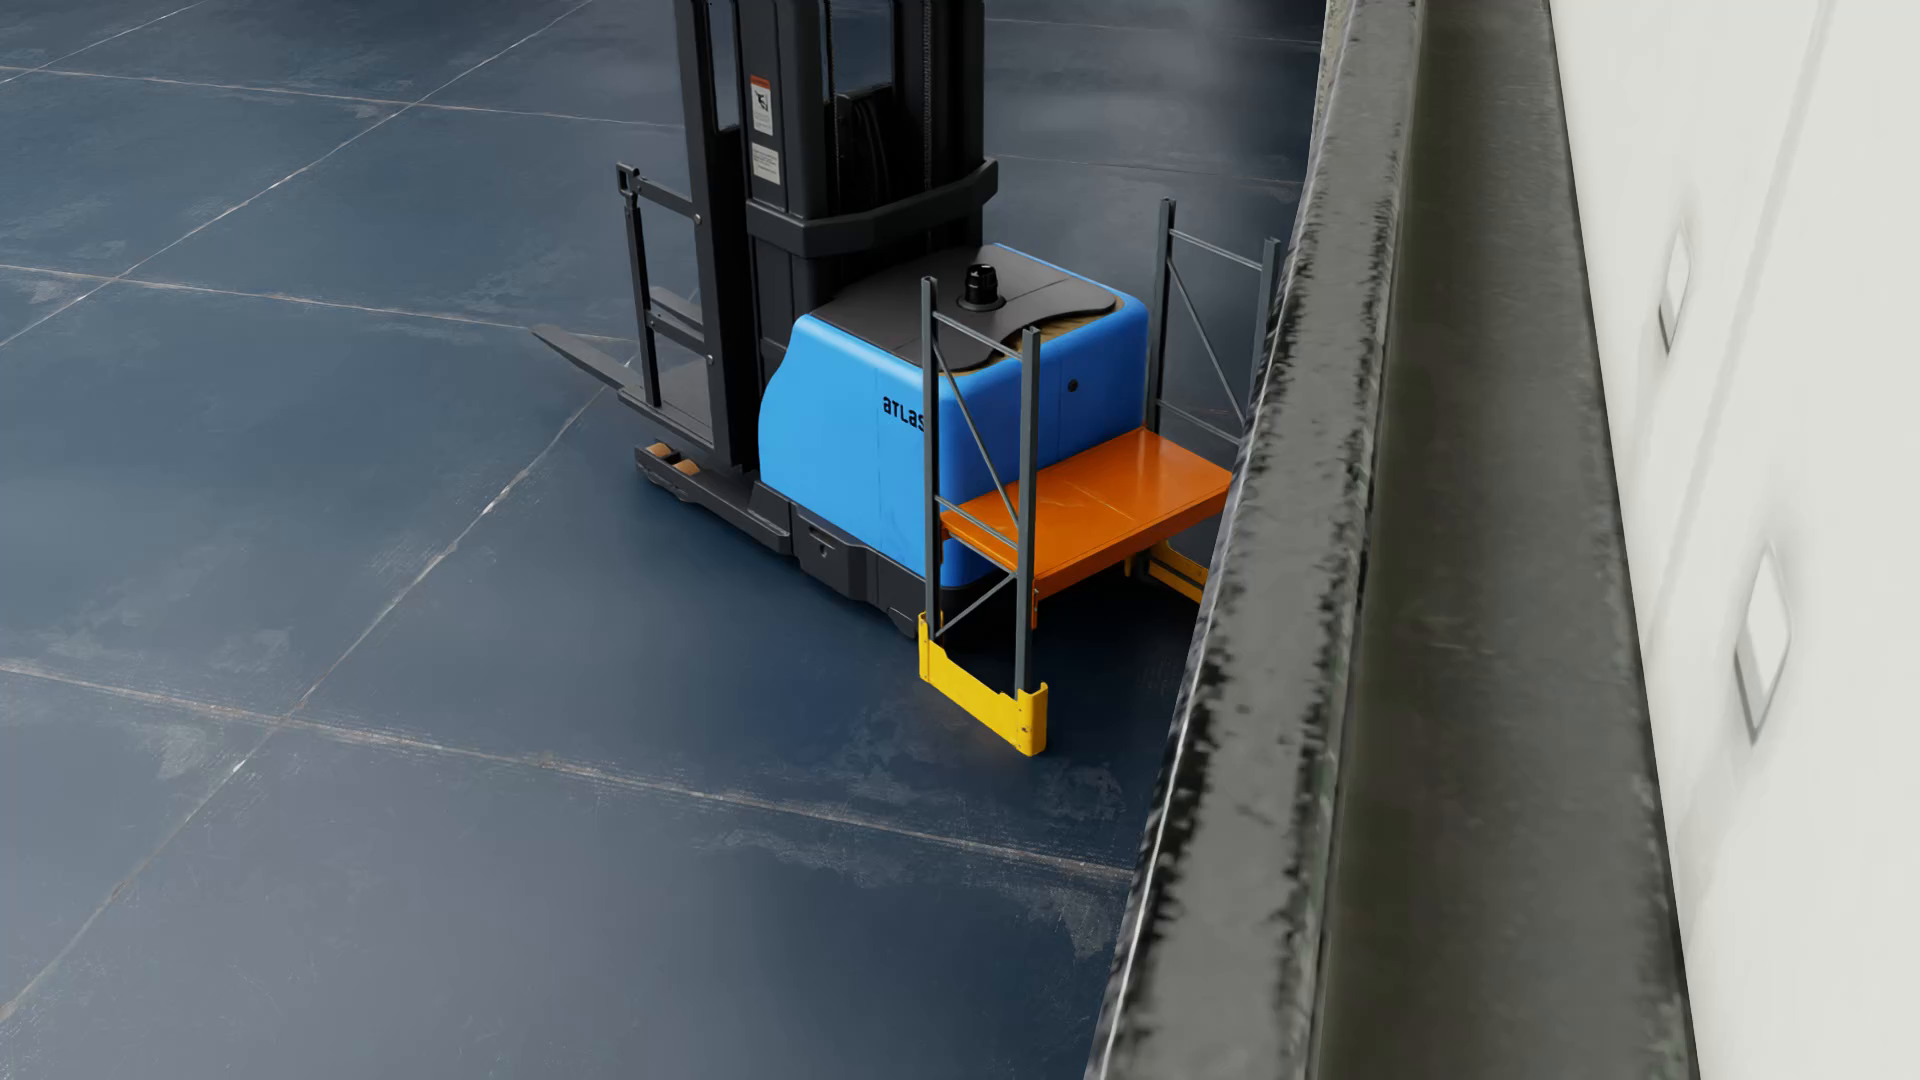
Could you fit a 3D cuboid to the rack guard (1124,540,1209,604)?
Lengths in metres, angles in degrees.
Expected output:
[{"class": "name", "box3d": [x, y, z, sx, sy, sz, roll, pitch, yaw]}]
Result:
[{"class": "rack guard", "box3d": [0.835, 0.127, 6.097, 0.087, 0.250, 0.587, -24, 40, -33]}]

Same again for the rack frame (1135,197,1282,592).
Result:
[{"class": "rack frame", "box3d": [0.836, -0.401, 5.762, 0.032, 1.500, 0.500, -24, 40, -33]}]

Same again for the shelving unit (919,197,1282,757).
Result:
[{"class": "shelving unit", "box3d": [0.453, -0.229, 5.492, 1.083, 1.500, 0.587, -24, 40, -33]}]

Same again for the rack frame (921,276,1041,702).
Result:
[{"class": "rack frame", "box3d": [0.055, -0.051, 5.213, 0.032, 1.500, 0.500, -24, 40, -33]}]

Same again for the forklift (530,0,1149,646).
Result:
[{"class": "forklift", "box3d": [-0.696, -1.564, 6.257, 1.130, 2.935, 3.031, -27, 41, -36]}]

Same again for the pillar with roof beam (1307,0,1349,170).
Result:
[{"class": "pillar with roof beam", "box3d": [-3.228, -3.330, 3.381, 9.100, 9.000, 0.400, 8, 33, 12]}]

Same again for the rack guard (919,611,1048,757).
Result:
[{"class": "rack guard", "box3d": [0.070, 0.470, 5.558, 0.087, 0.250, 0.587, -24, 40, -33]}]

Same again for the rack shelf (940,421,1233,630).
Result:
[{"class": "rack shelf", "box3d": [0.446, -0.074, 5.584, 1.000, 0.185, 0.538, -24, 40, -33]}]
